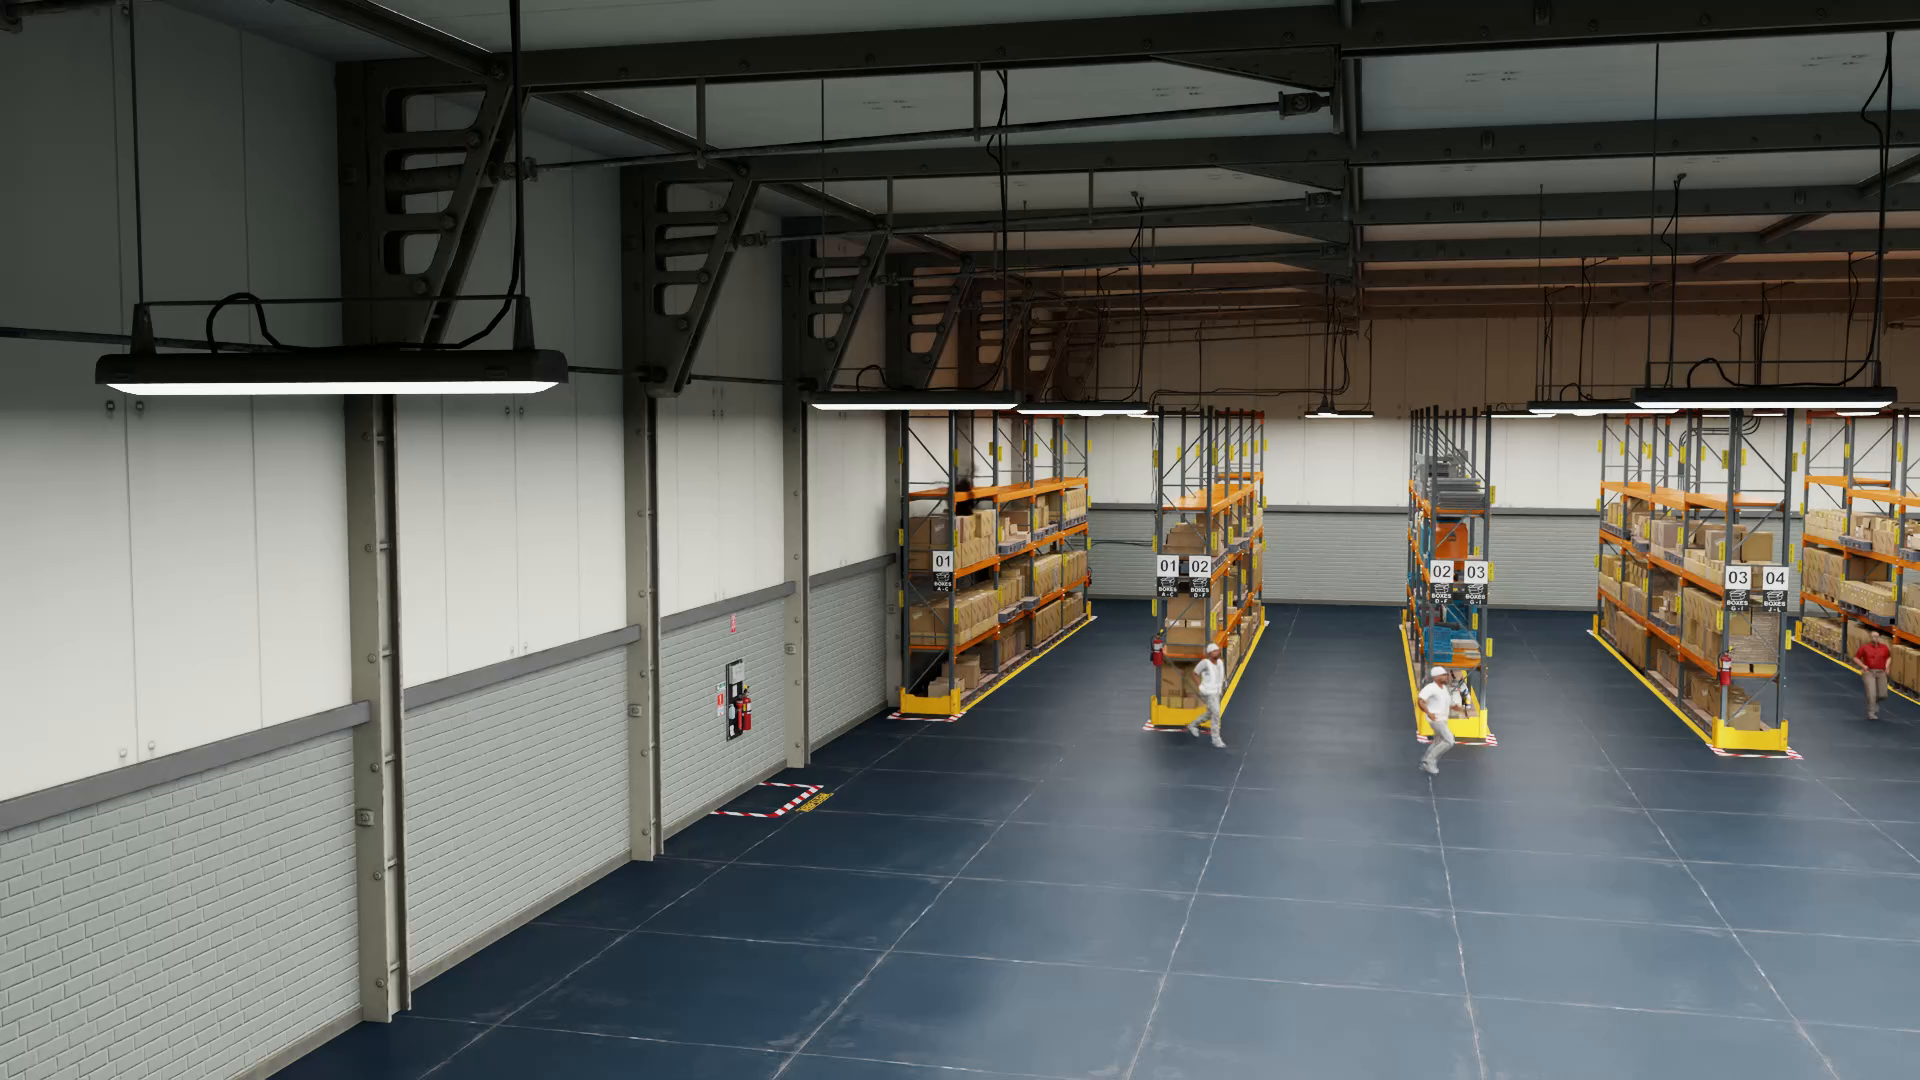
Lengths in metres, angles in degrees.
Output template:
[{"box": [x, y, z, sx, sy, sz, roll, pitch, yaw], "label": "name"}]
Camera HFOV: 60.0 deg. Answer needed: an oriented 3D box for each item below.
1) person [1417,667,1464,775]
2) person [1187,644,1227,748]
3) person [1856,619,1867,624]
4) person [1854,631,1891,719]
[{"box": [7.761, 2.919, 26.884, 0.660, 1.746, 0.675, 3, 5, 33], "label": "person"}, {"box": [4.412, 2.719, 29.434, 0.884, 1.799, 0.696, 4, 5, 41], "label": "person"}, {"box": [23.650, 1.777, 43.516, 0.640, 1.648, 0.828, -2, 4, -20], "label": "person"}, {"box": [17.567, 2.589, 31.991, 0.661, 1.670, 0.629, 1, 4, 10], "label": "person"}]
